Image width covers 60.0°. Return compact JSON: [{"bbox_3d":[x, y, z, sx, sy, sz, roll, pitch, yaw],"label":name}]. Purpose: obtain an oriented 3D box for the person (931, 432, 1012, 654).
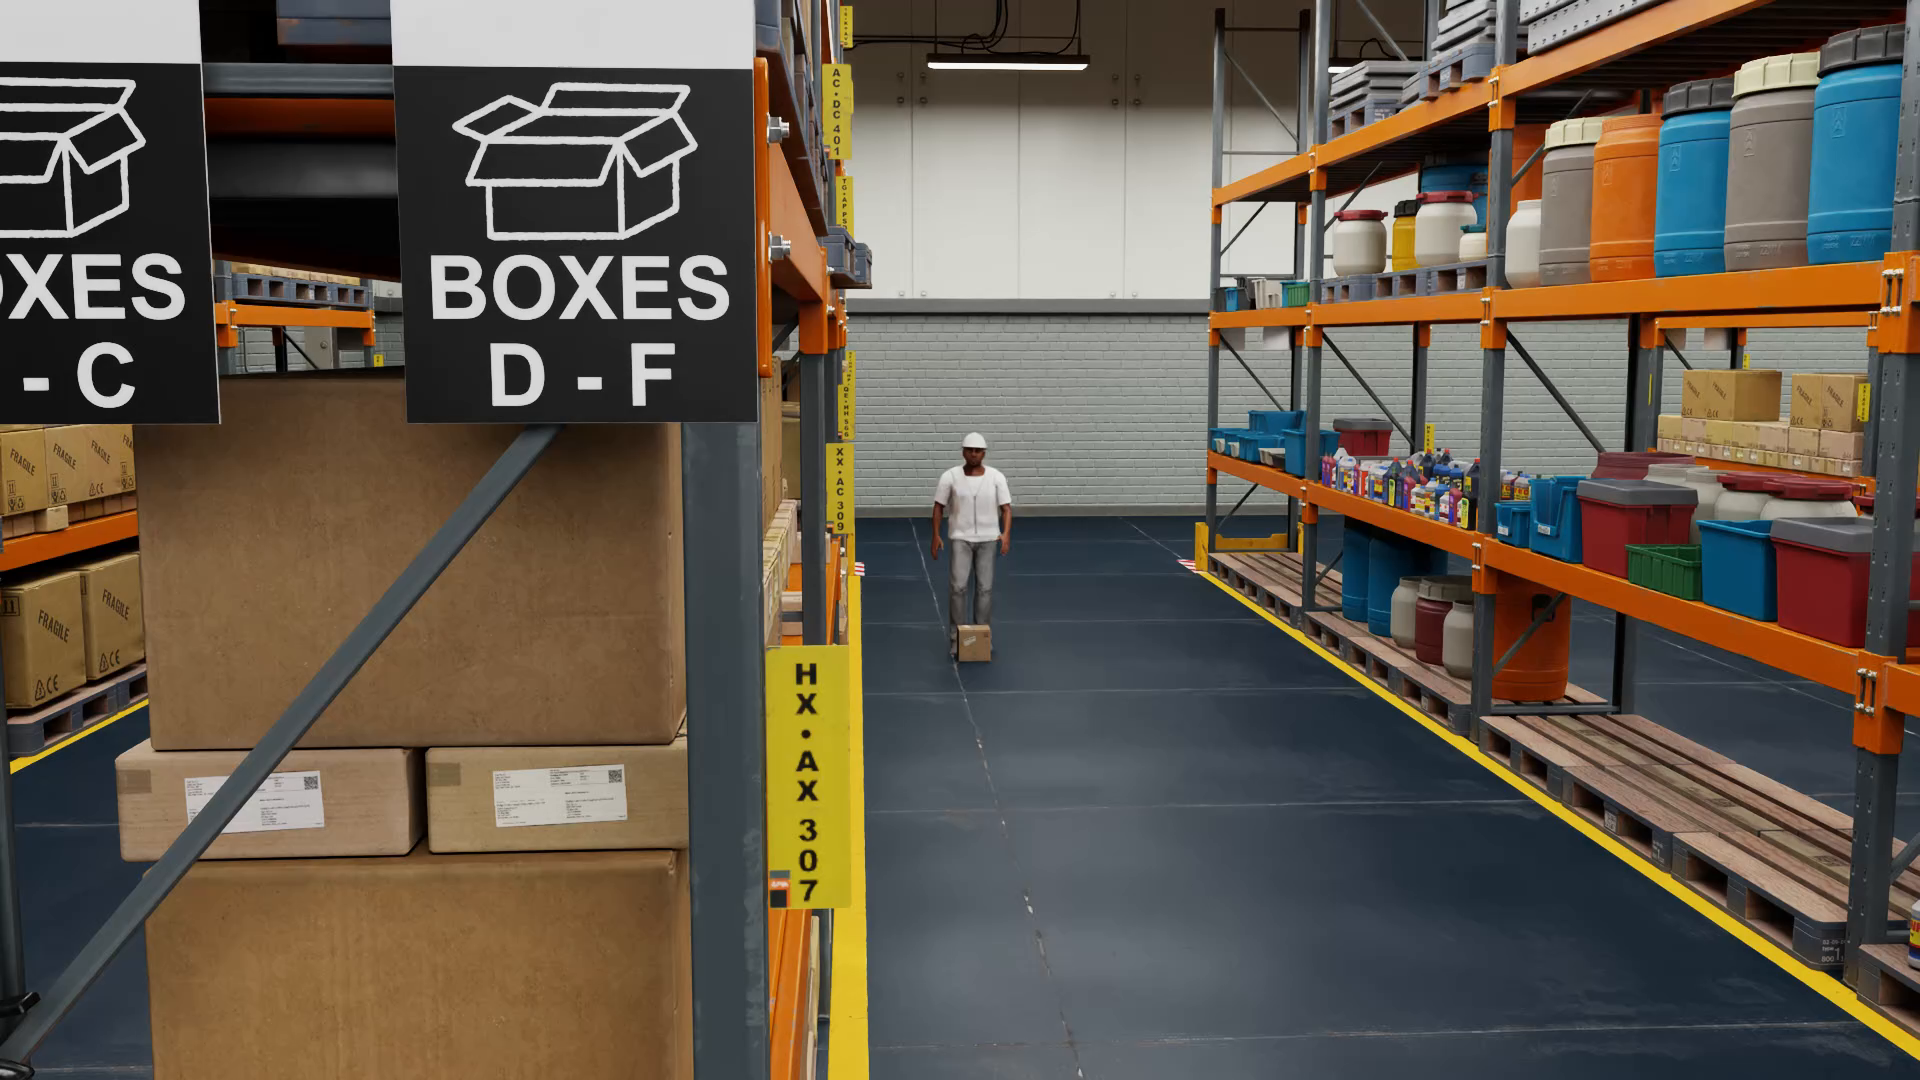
[{"bbox_3d":[0.099,0.055,13.502,0.661,1.848,0.488,-1,7,-7],"label":"person"}]
